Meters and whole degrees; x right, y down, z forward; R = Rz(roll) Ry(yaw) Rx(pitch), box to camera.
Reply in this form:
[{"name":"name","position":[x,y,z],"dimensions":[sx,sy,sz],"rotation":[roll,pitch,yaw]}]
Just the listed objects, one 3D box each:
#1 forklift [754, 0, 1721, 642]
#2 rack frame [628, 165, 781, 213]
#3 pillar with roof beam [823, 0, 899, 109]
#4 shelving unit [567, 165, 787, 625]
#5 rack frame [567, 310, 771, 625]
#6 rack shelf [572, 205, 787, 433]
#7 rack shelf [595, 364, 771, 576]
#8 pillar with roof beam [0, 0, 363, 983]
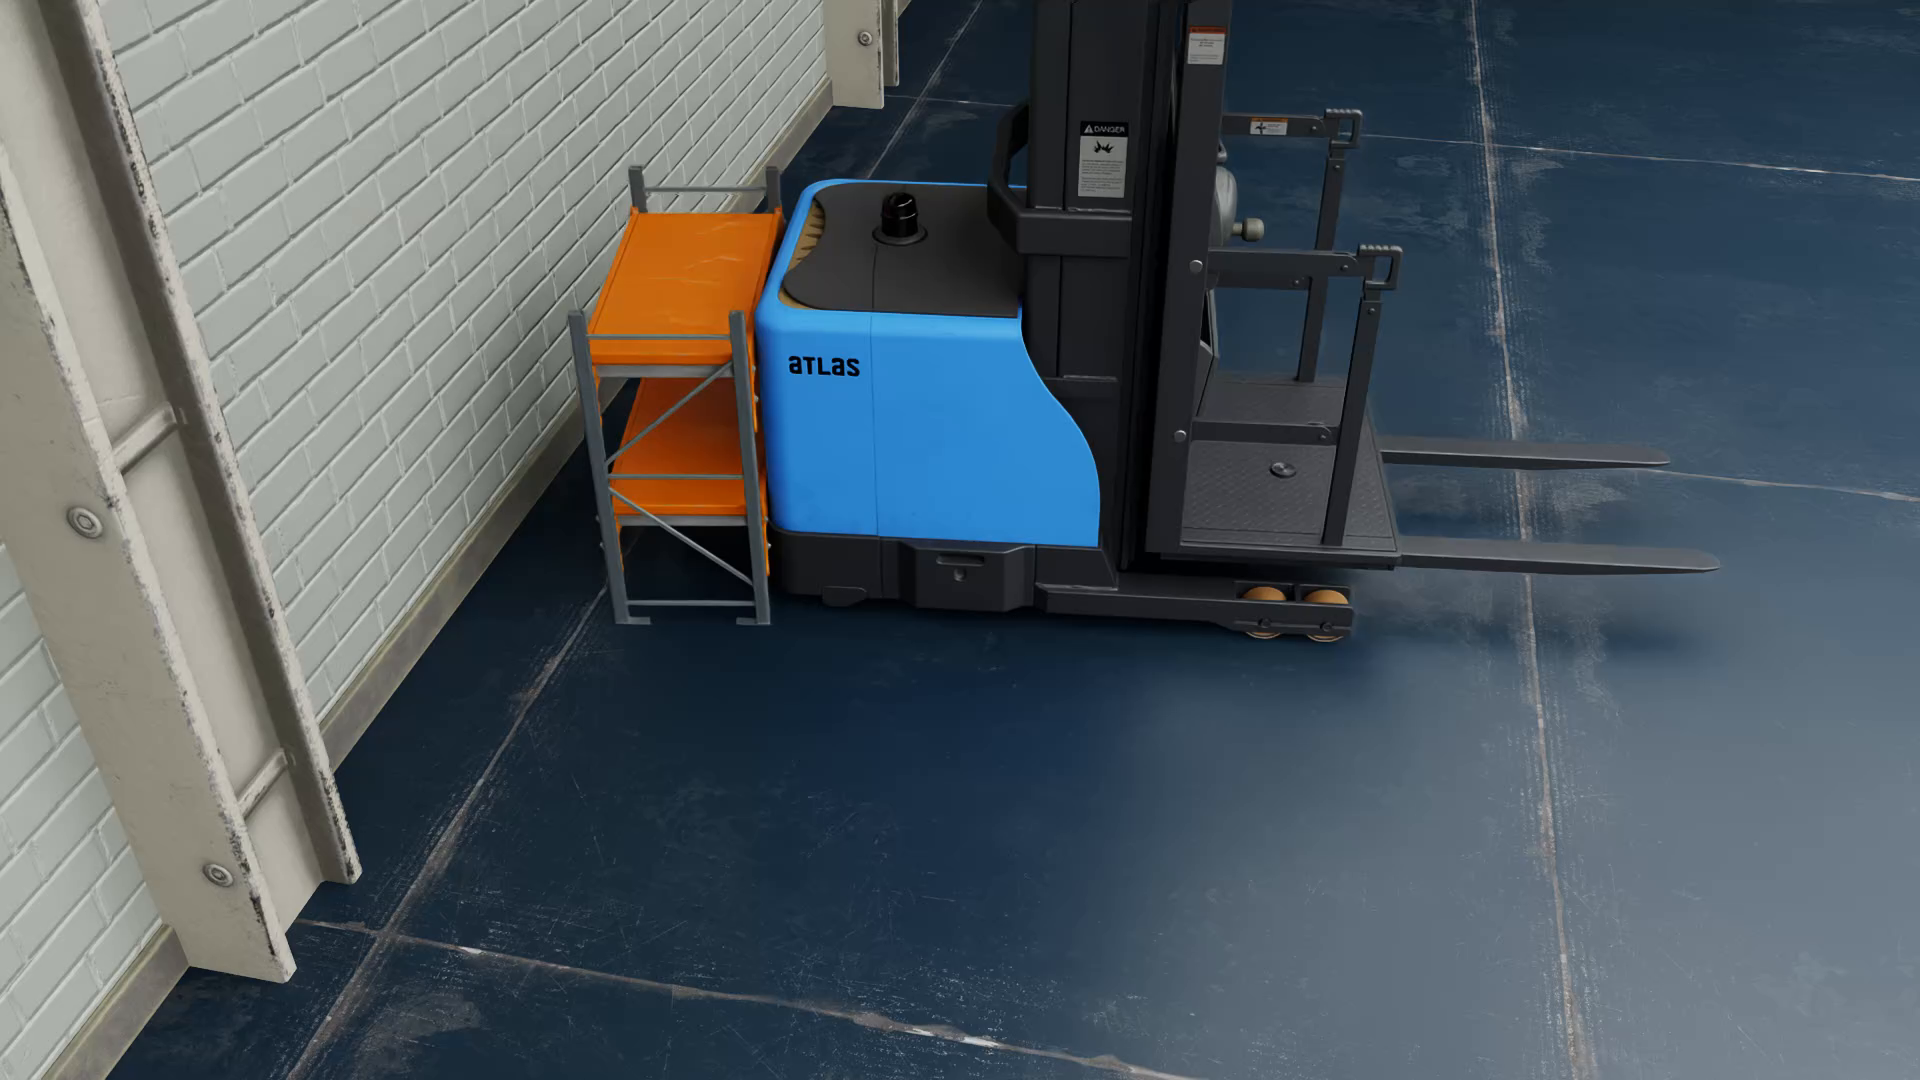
[{"name":"forklift","position":[0.925,-1.189,4.893],"dimensions":[3.031,2.935,1.130],"rotation":[3,36,4]},{"name":"rack frame","position":[-0.856,-0.787,5.878],"dimensions":[0.500,1.125,0.032],"rotation":[0,36,0]},{"name":"pillar with roof beam","position":[3.675,-5.556,5.747],"dimensions":[9.100,9.000,0.400],"rotation":[7,37,10]},{"name":"shelving unit","position":[-0.859,-0.489,5.466],"dimensions":[0.538,1.125,1.048],"rotation":[0,36,0]},{"name":"rack frame","position":[-0.863,-0.191,5.054],"dimensions":[0.500,1.125,0.032],"rotation":[0,36,0]},{"name":"rack shelf","position":[-0.859,-0.726,5.294],"dimensions":[0.538,0.278,1.000],"rotation":[0,36,0]},{"name":"rack shelf","position":[-0.859,-0.291,5.610],"dimensions":[0.538,0.278,1.000],"rotation":[0,36,0]},{"name":"pillar with roof beam","position":[2.394,-2.116,1.001],"dimensions":[9.100,9.000,0.400],"rotation":[7,37,10]}]
